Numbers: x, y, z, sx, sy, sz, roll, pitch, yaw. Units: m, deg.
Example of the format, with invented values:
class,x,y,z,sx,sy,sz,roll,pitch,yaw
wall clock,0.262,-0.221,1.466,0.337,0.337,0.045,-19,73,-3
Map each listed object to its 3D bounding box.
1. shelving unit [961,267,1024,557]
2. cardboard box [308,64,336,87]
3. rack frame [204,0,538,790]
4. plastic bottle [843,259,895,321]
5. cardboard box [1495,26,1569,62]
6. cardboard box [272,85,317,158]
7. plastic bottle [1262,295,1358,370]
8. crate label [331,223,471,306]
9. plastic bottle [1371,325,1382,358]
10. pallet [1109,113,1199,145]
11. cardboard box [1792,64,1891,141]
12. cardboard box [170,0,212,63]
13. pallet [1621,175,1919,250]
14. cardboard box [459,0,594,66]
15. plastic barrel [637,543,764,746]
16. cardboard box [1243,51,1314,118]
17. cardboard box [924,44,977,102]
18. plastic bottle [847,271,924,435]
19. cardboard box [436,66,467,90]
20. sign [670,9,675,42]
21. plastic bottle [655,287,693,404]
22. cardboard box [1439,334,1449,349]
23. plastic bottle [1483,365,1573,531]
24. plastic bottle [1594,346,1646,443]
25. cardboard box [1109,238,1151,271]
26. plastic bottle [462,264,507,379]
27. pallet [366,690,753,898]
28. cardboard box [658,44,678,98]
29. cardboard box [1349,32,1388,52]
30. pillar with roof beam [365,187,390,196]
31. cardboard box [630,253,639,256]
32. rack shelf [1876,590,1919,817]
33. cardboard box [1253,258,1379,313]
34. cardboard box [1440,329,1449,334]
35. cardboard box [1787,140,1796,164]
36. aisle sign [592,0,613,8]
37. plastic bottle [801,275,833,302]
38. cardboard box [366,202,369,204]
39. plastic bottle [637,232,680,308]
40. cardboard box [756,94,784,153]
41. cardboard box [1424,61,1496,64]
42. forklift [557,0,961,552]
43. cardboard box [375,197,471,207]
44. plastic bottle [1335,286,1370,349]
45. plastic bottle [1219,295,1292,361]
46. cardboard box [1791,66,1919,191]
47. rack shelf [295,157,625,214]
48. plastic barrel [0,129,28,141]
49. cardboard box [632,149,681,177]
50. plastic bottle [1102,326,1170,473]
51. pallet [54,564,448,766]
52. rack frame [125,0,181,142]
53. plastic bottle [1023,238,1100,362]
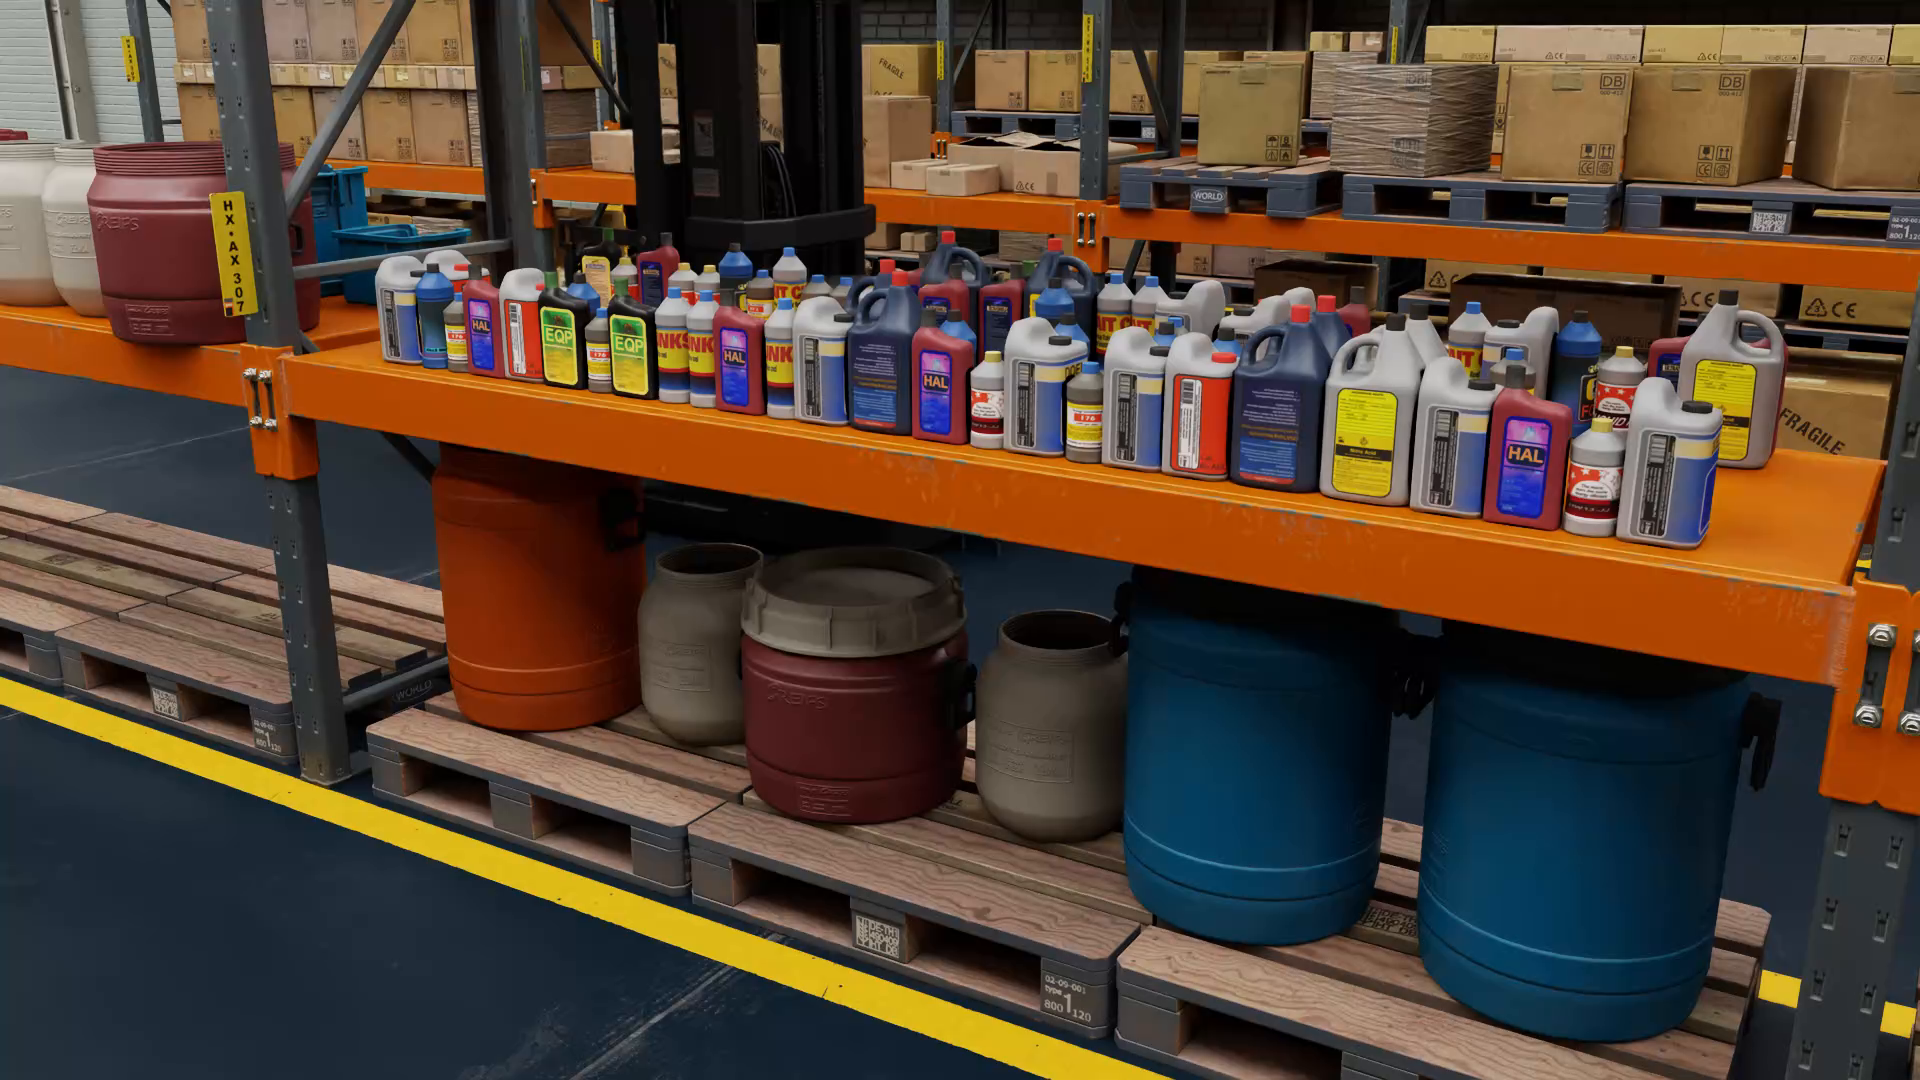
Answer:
class,x,y,z,sx,sy,sz,roll,pitch,yaw
shelving unit,0.150,-0.544,7.109,0.189,1.200,0.258,11,20,32
cardboard box,-4.357,-3.281,11.732,0.250,0.149,0.380,10,20,31
rack frame,-1.667,-0.826,4.941,0.127,3.000,1.000,10,20,30
plastic bottle,-0.186,-0.479,3.881,0.185,0.351,0.144,10,20,30
cardboard box,4.229,-3.624,12.142,0.500,0.250,0.500,10,19,29
cardboard box,-4.627,-3.087,12.212,0.500,0.500,0.700,10,20,30
plastic bottle,0.705,-0.317,3.348,0.185,0.351,0.144,10,20,30
crate label,-1.829,-0.903,5.482,0.416,0.233,0.303,10,20,30
plastic bottle,0.985,-0.397,3.870,0.097,0.201,0.097,0,17,0
pallet,1.810,-3.479,14.004,1.213,0.211,1.003,10,20,30
cardboard box,5.961,-2.954,11.228,0.500,0.500,0.500,10,20,31
cardboard box,-5.452,-3.856,12.510,0.500,0.500,0.700,10,20,30
pallet,3.714,-1.501,7.491,1.213,0.211,1.003,10,20,30
cardboard box,-2.861,-3.395,10.994,0.500,0.500,0.700,10,20,30
plastic barrel,-0.713,0.297,4.800,0.421,0.512,0.421,0,17,0
cardboard box,2.622,-3.686,13.425,0.500,0.500,0.700,8,19,25
cardboard box,-0.182,-4.308,15.337,0.500,0.500,0.500,10,19,29
plastic bottle,-0.151,-0.421,3.690,0.185,0.351,0.144,10,20,30
cardboard box,-3.258,-3.085,11.088,0.250,0.149,0.380,9,19,28
sign,-2.991,-5.336,17.252,0.005,0.325,0.100,10,20,30
plastic bottle,-0.678,-0.469,3.985,0.097,0.271,0.097,0,17,0
cardboard box,2.488,-0.693,8.046,0.500,0.500,0.500,9,19,28
plastic bottle,1.016,-0.166,2.967,0.133,0.283,0.061,10,20,30
plastic bottle,1.431,-0.318,3.608,0.097,0.201,0.097,0,17,0
cardboard box,1.626,-2.641,14.459,0.500,0.500,0.700,10,20,31
plastic bottle,-1.211,-0.563,4.276,0.133,0.283,0.061,10,20,30
pallet,-0.973,0.618,4.985,1.213,0.211,1.003,10,20,30
cardboard box,-2.633,-4.569,16.194,0.500,0.500,0.500,10,20,30
cardboard box,3.208,-3.894,12.994,0.250,0.149,0.380,7,18,23
pillar with roof beam,-9.615,-7.322,16.001,0.400,9.000,9.100,10,20,30
cardboard box,-1.984,-1.824,11.268,0.500,0.311,0.500,10,20,30
rack shelf,3.446,0.431,2.041,4.000,0.370,1.077,10,20,30
cardboard box,1.899,-1.334,8.866,0.500,0.250,0.500,11,20,32
cardboard box,2.740,-0.826,8.483,0.500,0.500,0.500,9,19,28
cardboard box,5.810,-2.651,11.345,0.250,0.149,0.380,10,20,30
aisle sign,-3.517,-5.677,16.438,0.004,0.787,0.394,10,20,30
plastic bottle,-0.398,-0.644,4.683,0.097,0.201,0.097,0,17,0
cardboard box,-4.688,-2.228,12.274,0.500,0.500,0.500,10,20,30
plastic bottle,-0.902,-0.780,4.987,0.133,0.283,0.061,10,20,30
cardboard box,-0.958,-2.432,10.053,0.500,0.500,0.500,10,20,30
cardboard box,3.798,-3.342,12.506,0.500,0.500,0.500,11,20,32
forklift,-1.250,-1.607,7.629,3.031,2.935,1.130,11,20,32
cardboard box,-3.990,-2.281,12.447,0.500,0.500,0.500,10,20,30
plastic bottle,0.896,-0.459,3.931,0.133,0.283,0.061,10,20,30
plastic bottle,0.678,-0.426,3.838,0.135,0.276,0.152,10,20,30
cardboard box,4.051,-1.820,7.318,0.500,0.500,0.700,4,17,12
rack shelf,-4.184,-2.621,12.086,4.000,0.370,1.077,10,20,30
plastic barrel,-3.381,-1.123,5.682,0.433,0.535,0.433,0,17,0
cardboard box,-1.832,-2.355,10.407,0.250,0.149,0.380,10,20,30
plastic bottle,0.381,-0.291,3.392,0.135,0.276,0.152,10,20,30
pallet,-2.306,0.380,5.765,1.213,0.211,1.003,10,20,30
rack frame,-5.888,-3.269,12.983,0.127,3.000,1.000,10,20,30
plastic bottle,0.260,-0.590,4.248,0.185,0.351,0.144,10,20,30
